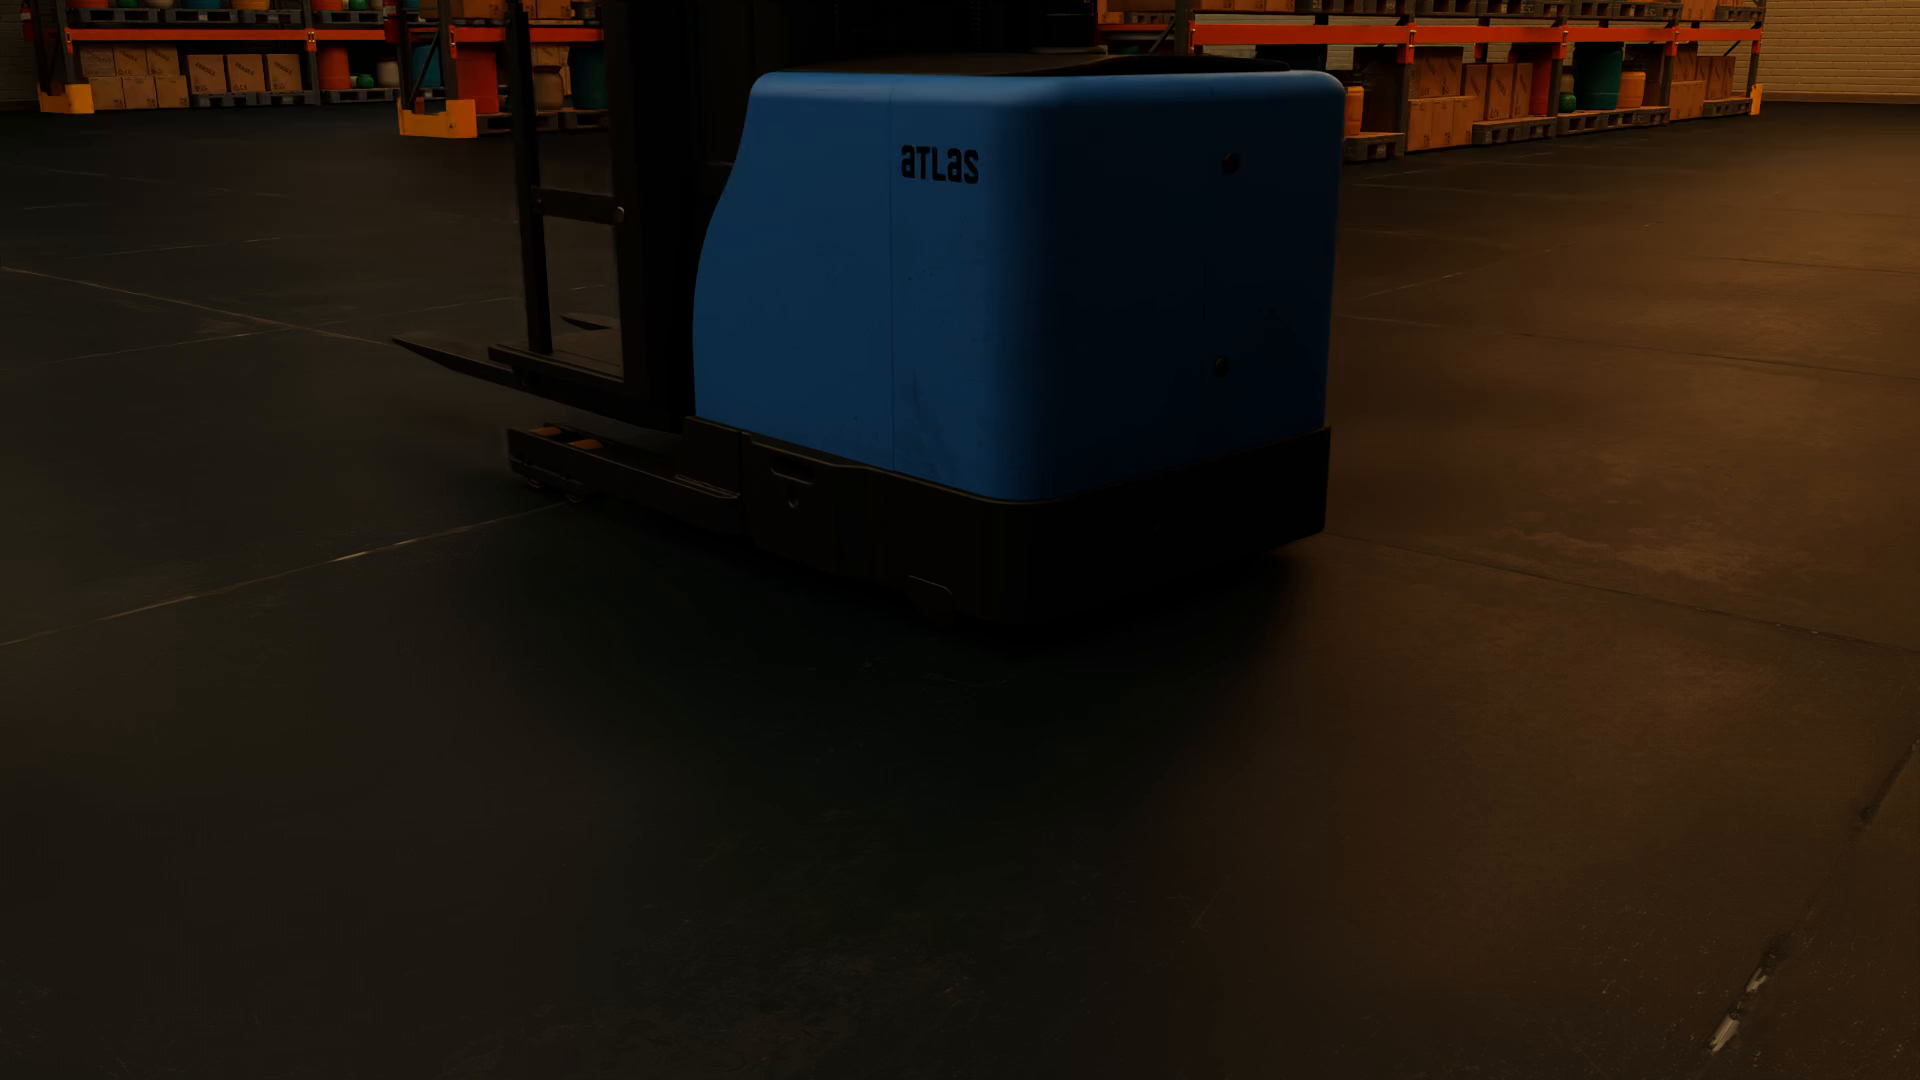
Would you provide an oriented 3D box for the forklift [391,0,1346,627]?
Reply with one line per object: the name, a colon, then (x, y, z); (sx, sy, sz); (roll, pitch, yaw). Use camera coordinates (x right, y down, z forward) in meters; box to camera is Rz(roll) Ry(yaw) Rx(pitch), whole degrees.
forklift: (-0.541, -1.585, 4.116); (1.130, 2.935, 3.031); (-15, 23, -41)
